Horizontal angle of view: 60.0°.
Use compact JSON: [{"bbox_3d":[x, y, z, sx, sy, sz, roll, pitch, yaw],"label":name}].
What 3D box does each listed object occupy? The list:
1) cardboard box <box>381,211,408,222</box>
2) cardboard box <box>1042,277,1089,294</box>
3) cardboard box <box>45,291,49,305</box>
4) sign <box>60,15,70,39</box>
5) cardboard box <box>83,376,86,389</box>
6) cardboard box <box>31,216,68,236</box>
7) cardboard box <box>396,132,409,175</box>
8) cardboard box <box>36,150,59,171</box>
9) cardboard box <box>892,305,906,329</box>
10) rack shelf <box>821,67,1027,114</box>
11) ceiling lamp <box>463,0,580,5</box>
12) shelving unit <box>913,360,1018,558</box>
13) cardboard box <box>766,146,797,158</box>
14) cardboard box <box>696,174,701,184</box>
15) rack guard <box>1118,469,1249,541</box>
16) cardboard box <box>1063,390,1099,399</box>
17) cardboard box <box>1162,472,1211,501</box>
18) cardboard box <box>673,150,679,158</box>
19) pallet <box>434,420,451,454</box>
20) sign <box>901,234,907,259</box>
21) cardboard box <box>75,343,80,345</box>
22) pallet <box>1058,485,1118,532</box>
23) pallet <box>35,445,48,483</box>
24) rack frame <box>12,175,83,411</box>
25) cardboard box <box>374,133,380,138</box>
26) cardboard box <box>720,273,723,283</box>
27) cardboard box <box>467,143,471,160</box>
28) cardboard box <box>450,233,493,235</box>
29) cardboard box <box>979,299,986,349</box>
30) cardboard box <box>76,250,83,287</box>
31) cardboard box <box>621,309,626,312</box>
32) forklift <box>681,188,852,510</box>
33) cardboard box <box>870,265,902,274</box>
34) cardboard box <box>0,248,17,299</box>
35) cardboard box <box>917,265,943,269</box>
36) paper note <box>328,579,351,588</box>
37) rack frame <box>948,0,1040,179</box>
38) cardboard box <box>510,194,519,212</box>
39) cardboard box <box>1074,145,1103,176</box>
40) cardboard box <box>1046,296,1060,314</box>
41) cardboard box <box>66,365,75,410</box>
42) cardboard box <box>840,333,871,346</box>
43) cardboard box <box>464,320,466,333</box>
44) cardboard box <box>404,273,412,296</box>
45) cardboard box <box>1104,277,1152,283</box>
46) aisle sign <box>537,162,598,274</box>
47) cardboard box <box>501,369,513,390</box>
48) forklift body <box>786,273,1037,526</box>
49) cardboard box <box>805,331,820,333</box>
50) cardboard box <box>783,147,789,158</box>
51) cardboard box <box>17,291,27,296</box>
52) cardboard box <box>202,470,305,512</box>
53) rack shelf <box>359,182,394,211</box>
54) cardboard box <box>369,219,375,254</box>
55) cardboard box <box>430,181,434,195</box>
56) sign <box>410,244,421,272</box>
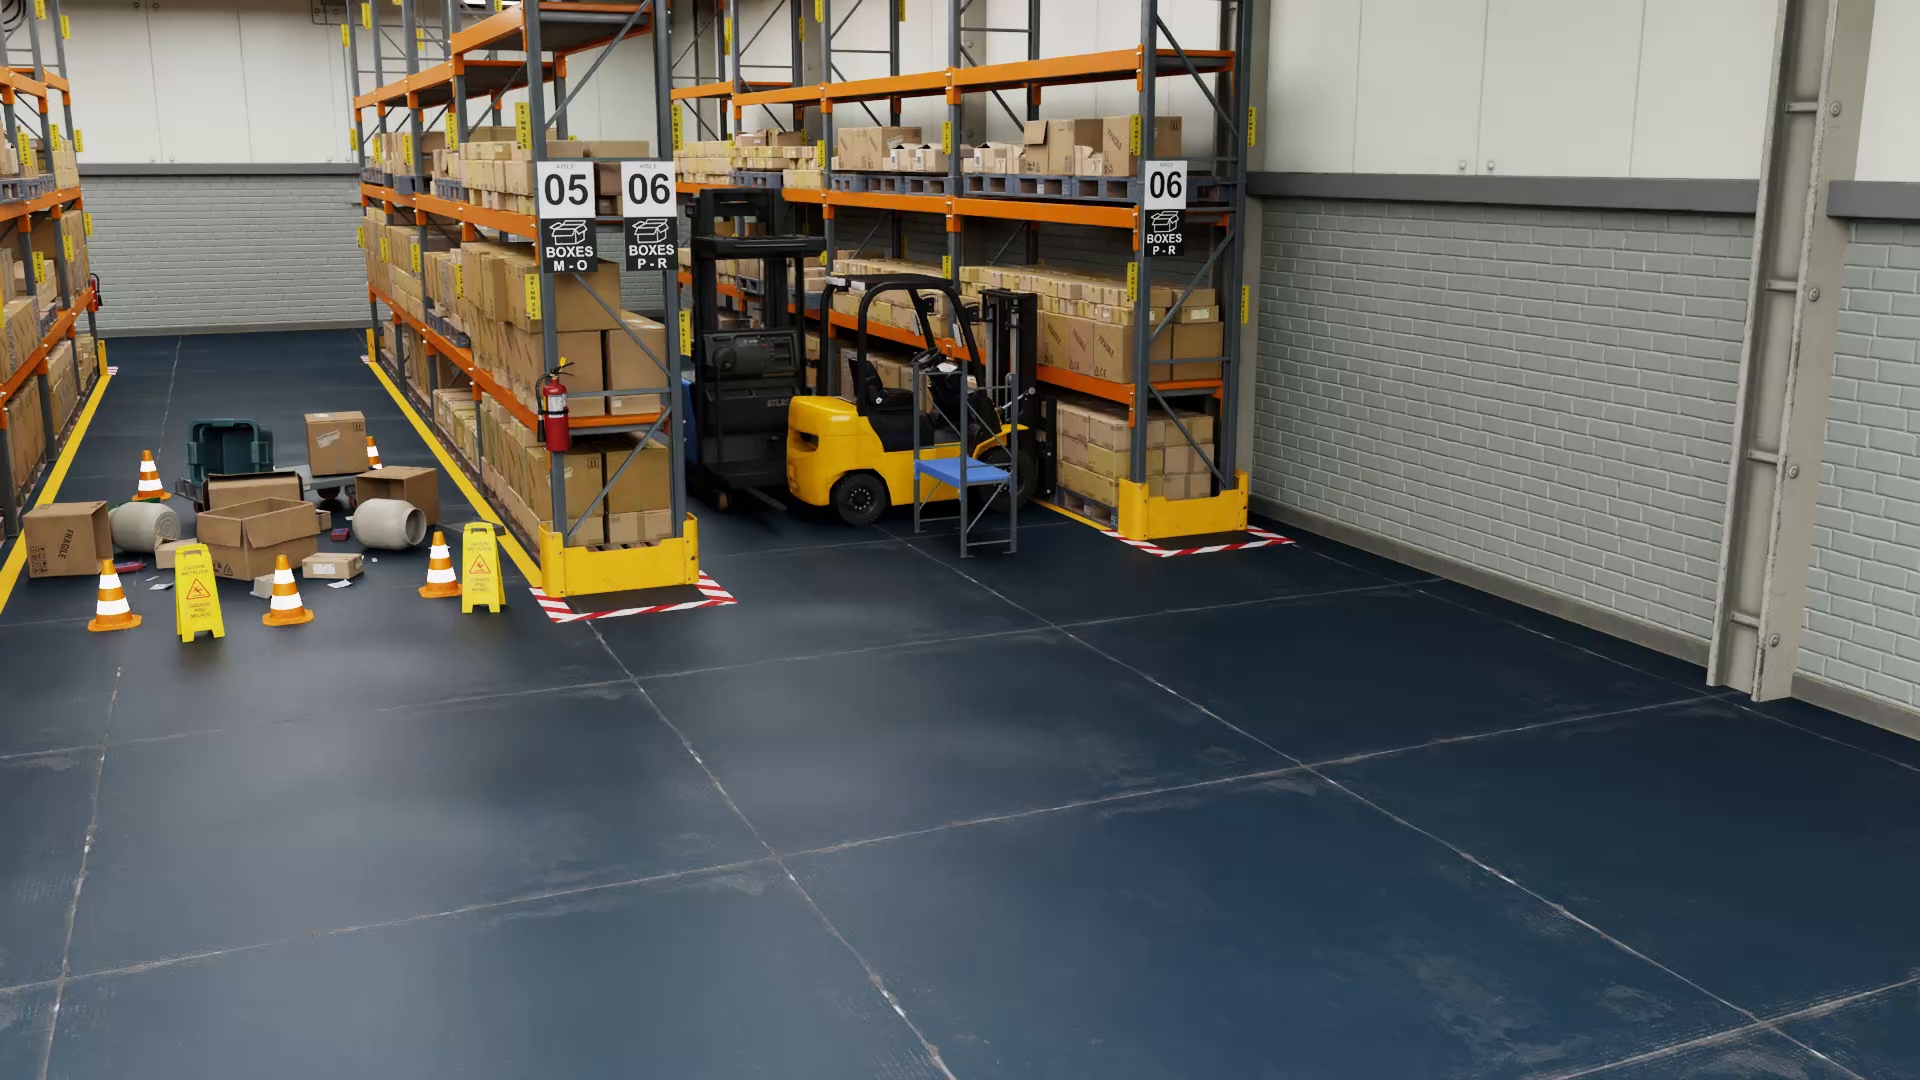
[{"bbox_3d":[-8.156,-4.677,24.048,0.380,0.149,0.250,-6,14,-23],"label":"cardboard box"},{"bbox_3d":[1.004,-2.425,15.877,0.380,0.149,0.250,-5,14,-22],"label":"cardboard box"},{"bbox_3d":[-11.023,-2.856,19.682,0.380,0.149,0.250,-5,14,-21],"label":"cardboard box"},{"bbox_3d":[-12.974,-7.434,24.110,0.100,0.325,0.005,-6,14,-23],"label":"sign"},{"bbox_3d":[-11.846,-2.082,22.102,0.380,0.149,0.250,-5,14,-21],"label":"cardboard box"},{"bbox_3d":[-12.067,-4.008,21.937,0.500,0.500,0.500,-6,14,-25],"label":"cardboard box"},{"bbox_3d":[-6.361,-4.650,20.004,0.700,0.500,0.500,-6,15,-26],"label":"cardboard box"},{"bbox_3d":[-11.861,-4.860,21.286,0.500,0.250,0.500,-5,14,-21],"label":"cardboard box"},{"bbox_3d":[-0.461,-2.587,19.228,0.500,0.250,0.500,-6,14,-23],"label":"cardboard box"},{"bbox_3d":[-0.443,-5.162,19.197,1.077,0.370,4.000,-6,14,-23],"label":"rack shelf"},{"bbox_3d":[-7.656,-10.960,28.823,2.000,3.185,0.800,-6,14,-23],"label":"ceiling lamp"},{"bbox_3d":[0.034,-0.713,14.125,0.538,1.500,1.048,-6,14,-23],"label":"shelving unit"},{"bbox_3d":[-2.458,-5.347,22.911,0.380,0.149,0.250,-6,14,-23],"label":"cardboard box"},{"bbox_3d":[-4.009,-5.777,26.582,0.380,0.149,0.250,-6,14,-23],"label":"cardboard box"},{"bbox_3d":[1.970,-0.322,14.651,1.175,0.500,0.348,-6,14,-23],"label":"rack guard"},{"bbox_3d":[1.348,-1.327,16.399,0.500,0.250,0.500,-6,14,-24],"label":"cardboard box"},{"bbox_3d":[1.943,-0.529,15.168,0.500,0.250,0.500,-6,14,-23],"label":"cardboard box"},{"bbox_3d":[-4.501,-6.513,27.768,0.500,0.250,0.500,-6,14,-24],"label":"cardboard box"},{"bbox_3d":[-5.479,-1.228,19.208,1.003,0.211,1.213,-6,14,-23],"label":"pallet"},{"bbox_3d":[-0.737,-3.812,21.621,0.100,0.325,0.005,-6,14,-23],"label":"sign"},{"bbox_3d":[-12.570,-2.679,23.364,0.380,0.149,0.250,-6,14,-25],"label":"cardboard box"},{"bbox_3d":[1.616,-0.340,15.372,1.003,0.211,1.213,-6,14,-23],"label":"pallet"},{"bbox_3d":[-10.039,-0.752,17.151,1.003,0.211,1.213,-6,14,-23],"label":"pallet"},{"bbox_3d":[-11.888,-3.107,21.140,1.000,3.000,0.127,-6,14,-23],"label":"rack frame"},{"bbox_3d":[-8.325,-5.734,24.467,0.500,0.500,0.500,-5,14,-22],"label":"cardboard box"},{"bbox_3d":[-3.536,-4.104,26.008,0.380,0.149,0.250,-5,14,-21],"label":"cardboard box"},{"bbox_3d":[-4.230,-3.504,14.992,0.380,0.149,0.250,-5,14,-21],"label":"cardboard box"},{"bbox_3d":[-5.972,-3.510,20.442,0.500,0.500,0.500,-6,14,-23],"label":"cardboard box"},{"bbox_3d":[0.521,-2.198,16.994,0.500,0.500,0.500,-5,14,-22],"label":"cardboard box"},{"bbox_3d":[-12.471,-3.742,23.006,0.500,0.500,0.500,-5,14,-20],"label":"cardboard box"},{"bbox_3d":[-3.148,-1.728,14.303,0.500,0.500,0.500,-6,14,-24],"label":"cardboard box"},{"bbox_3d":[-1.902,-1.817,15.720,1.130,2.935,3.031,-6,14,-24],"label":"forklift"},{"bbox_3d":[-0.860,-3.204,19.900,0.380,0.149,0.250,-5,14,-22],"label":"cardboard box"},{"bbox_3d":[-10.115,-2.722,17.041,0.700,0.500,0.500,-6,14,-23],"label":"cardboard box"},{"bbox_3d":[-0.296,-3.198,19.873,0.380,0.149,0.250,-5,14,-21],"label":"cardboard box"},{"bbox_3d":[-4.789,0.336,12.852,0.148,0.019,0.142,-12,18,-42],"label":"paper note"},{"bbox_3d":[0.358,-5.294,17.285,1.000,3.000,0.127,-6,14,-23],"label":"rack frame"},{"bbox_3d":[-3.374,-2.695,13.266,0.380,0.149,0.250,-6,14,-23],"label":"cardboard box"},{"bbox_3d":[1.249,-3.390,14.857,0.396,0.266,0.258,-6,14,-23],"label":"cardboard box"},{"bbox_3d":[1.029,-2.218,15.642,0.380,0.149,0.250,-6,14,-23],"label":"cardboard box"},{"bbox_3d":[-11.156,-1.857,20.354,0.500,0.500,0.500,-6,14,-24],"label":"cardboard box"},{"bbox_3d":[-1.422,-2.737,22.719,0.380,0.149,0.250,-5,14,-22],"label":"cardboard box"},{"bbox_3d":[-4.737,-2.141,16.596,0.380,0.149,0.250,-6,14,-25],"label":"cardboard box"},{"bbox_3d":[-6.650,-3.205,20.791,0.500,0.250,0.500,-6,14,-24],"label":"cardboard box"},{"bbox_3d":[1.600,-2.421,15.858,0.380,0.149,0.250,-6,14,-24],"label":"cardboard box"},{"bbox_3d":[-2.827,-2.323,11.989,0.394,0.787,0.004,-6,14,-23],"label":"aisle sign"},{"bbox_3d":[-3.726,-1.391,14.283,0.380,0.149,0.250,-6,14,-23],"label":"cardboard box"},{"bbox_3d":[-0.471,-1.358,15.467,2.313,2.155,1.214,-6,14,-23],"label":"forklift body"},{"bbox_3d":[-2.041,-2.801,22.995,0.380,0.149,0.250,-6,14,-24],"label":"cardboard box"},{"bbox_3d":[-2.173,-5.237,22.482,0.380,0.149,0.250,-6,14,-23],"label":"cardboard box"},{"bbox_3d":[-10.295,-2.625,18.027,0.380,0.149,0.250,-5,14,-20],"label":"cardboard box"},{"bbox_3d":[-5.992,-0.272,14.128,0.797,0.637,0.503,-6,14,-23],"label":"cardboard box"},{"bbox_3d":[-8.194,-5.099,24.691,1.077,0.370,4.000,-6,14,-23],"label":"rack shelf"},{"bbox_3d":[-8.637,-4.600,25.154,0.500,0.500,0.500,-6,14,-23],"label":"cardboard box"},{"bbox_3d":[-5.820,-4.007,18.934,0.380,0.149,0.250,-6,14,-23],"label":"cardboard box"},{"bbox_3d":[-6.298,-3.261,19.242,0.100,0.325,0.005,-6,14,-23],"label":"sign"}]
